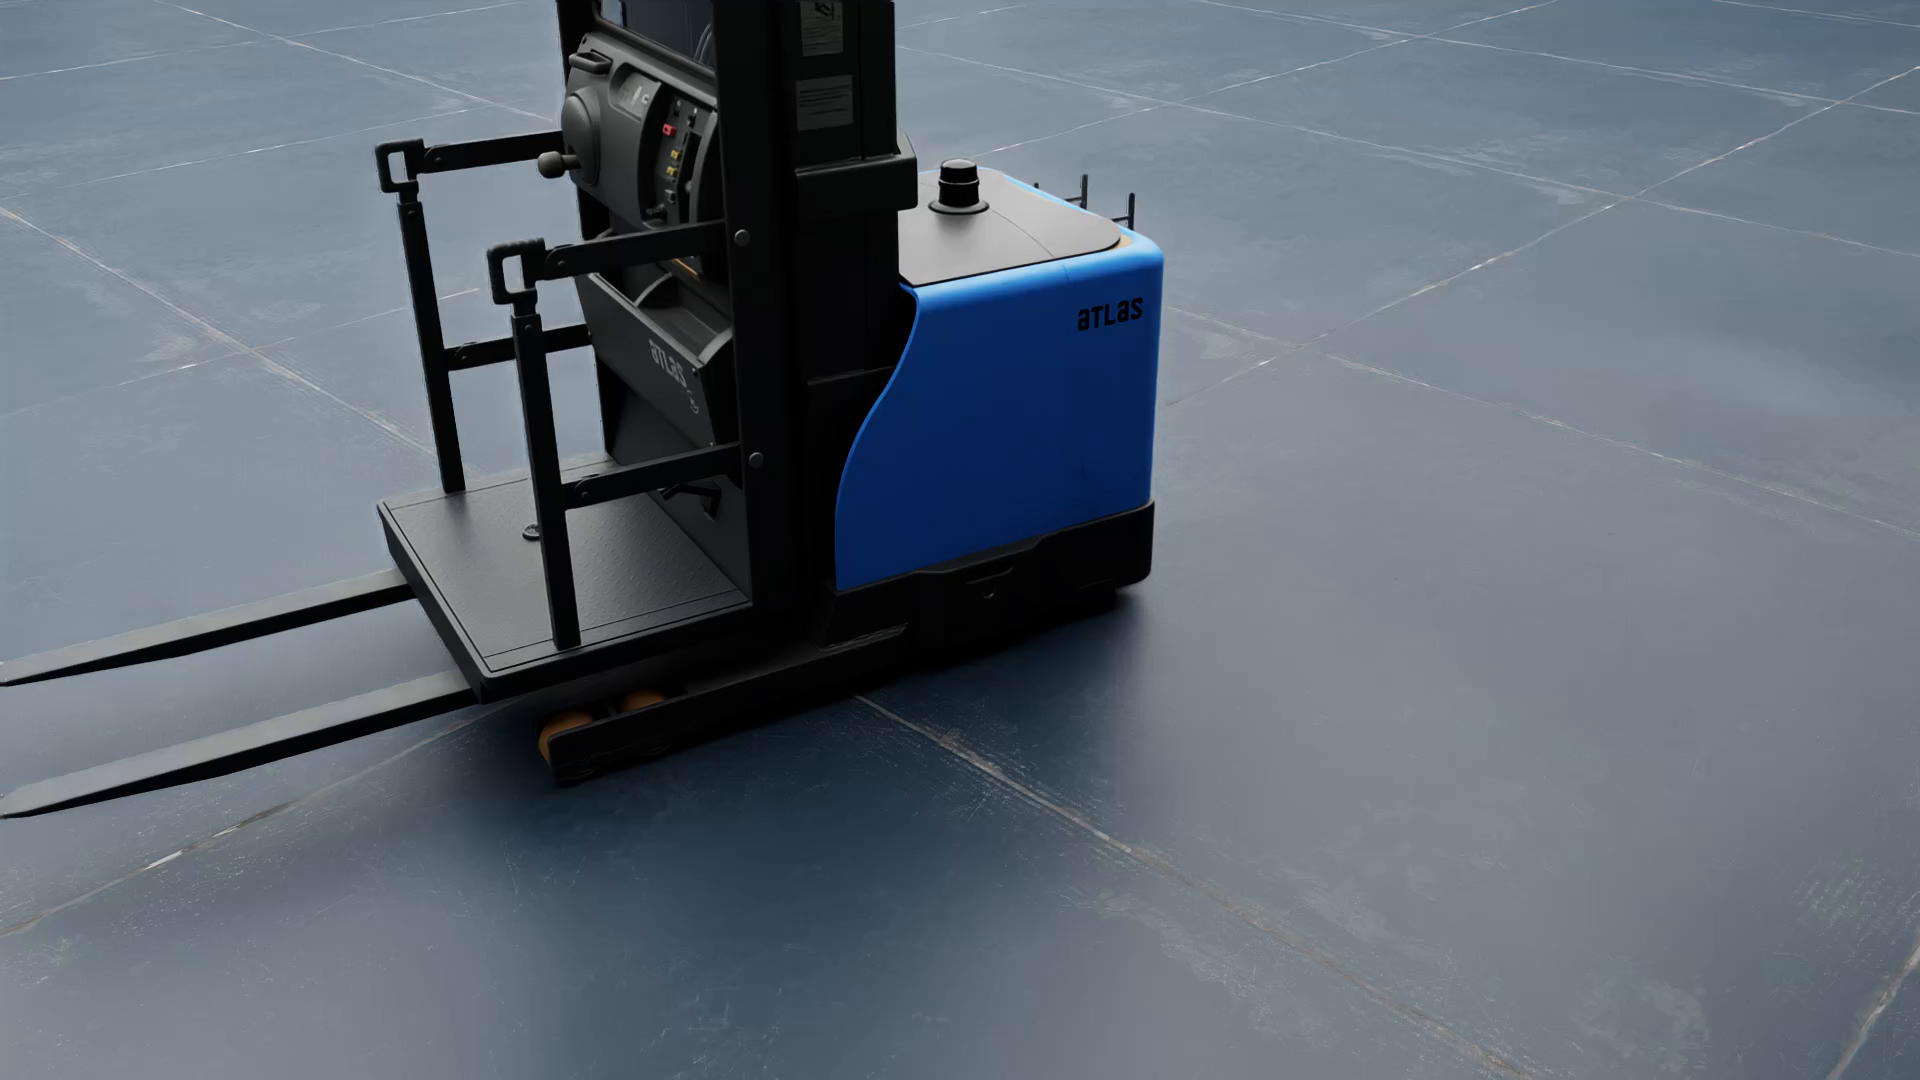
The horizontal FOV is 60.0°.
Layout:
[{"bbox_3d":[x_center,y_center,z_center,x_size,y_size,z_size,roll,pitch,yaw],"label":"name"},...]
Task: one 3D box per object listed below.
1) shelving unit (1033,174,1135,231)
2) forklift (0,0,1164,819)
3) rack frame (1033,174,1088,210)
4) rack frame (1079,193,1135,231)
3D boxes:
[{"bbox_3d":[0.372,-0.596,5.255,0.215,1.050,0.252,-16,32,-27],"label":"shelving unit"},{"bbox_3d":[-0.966,-0.986,3.977,3.031,2.935,1.130,-15,31,-27],"label":"forklift"},{"bbox_3d":[0.309,-0.645,5.348,0.200,1.050,0.008,-16,32,-27],"label":"rack frame"},{"bbox_3d":[0.436,-0.548,5.163,0.200,1.050,0.008,-16,32,-27],"label":"rack frame"}]
